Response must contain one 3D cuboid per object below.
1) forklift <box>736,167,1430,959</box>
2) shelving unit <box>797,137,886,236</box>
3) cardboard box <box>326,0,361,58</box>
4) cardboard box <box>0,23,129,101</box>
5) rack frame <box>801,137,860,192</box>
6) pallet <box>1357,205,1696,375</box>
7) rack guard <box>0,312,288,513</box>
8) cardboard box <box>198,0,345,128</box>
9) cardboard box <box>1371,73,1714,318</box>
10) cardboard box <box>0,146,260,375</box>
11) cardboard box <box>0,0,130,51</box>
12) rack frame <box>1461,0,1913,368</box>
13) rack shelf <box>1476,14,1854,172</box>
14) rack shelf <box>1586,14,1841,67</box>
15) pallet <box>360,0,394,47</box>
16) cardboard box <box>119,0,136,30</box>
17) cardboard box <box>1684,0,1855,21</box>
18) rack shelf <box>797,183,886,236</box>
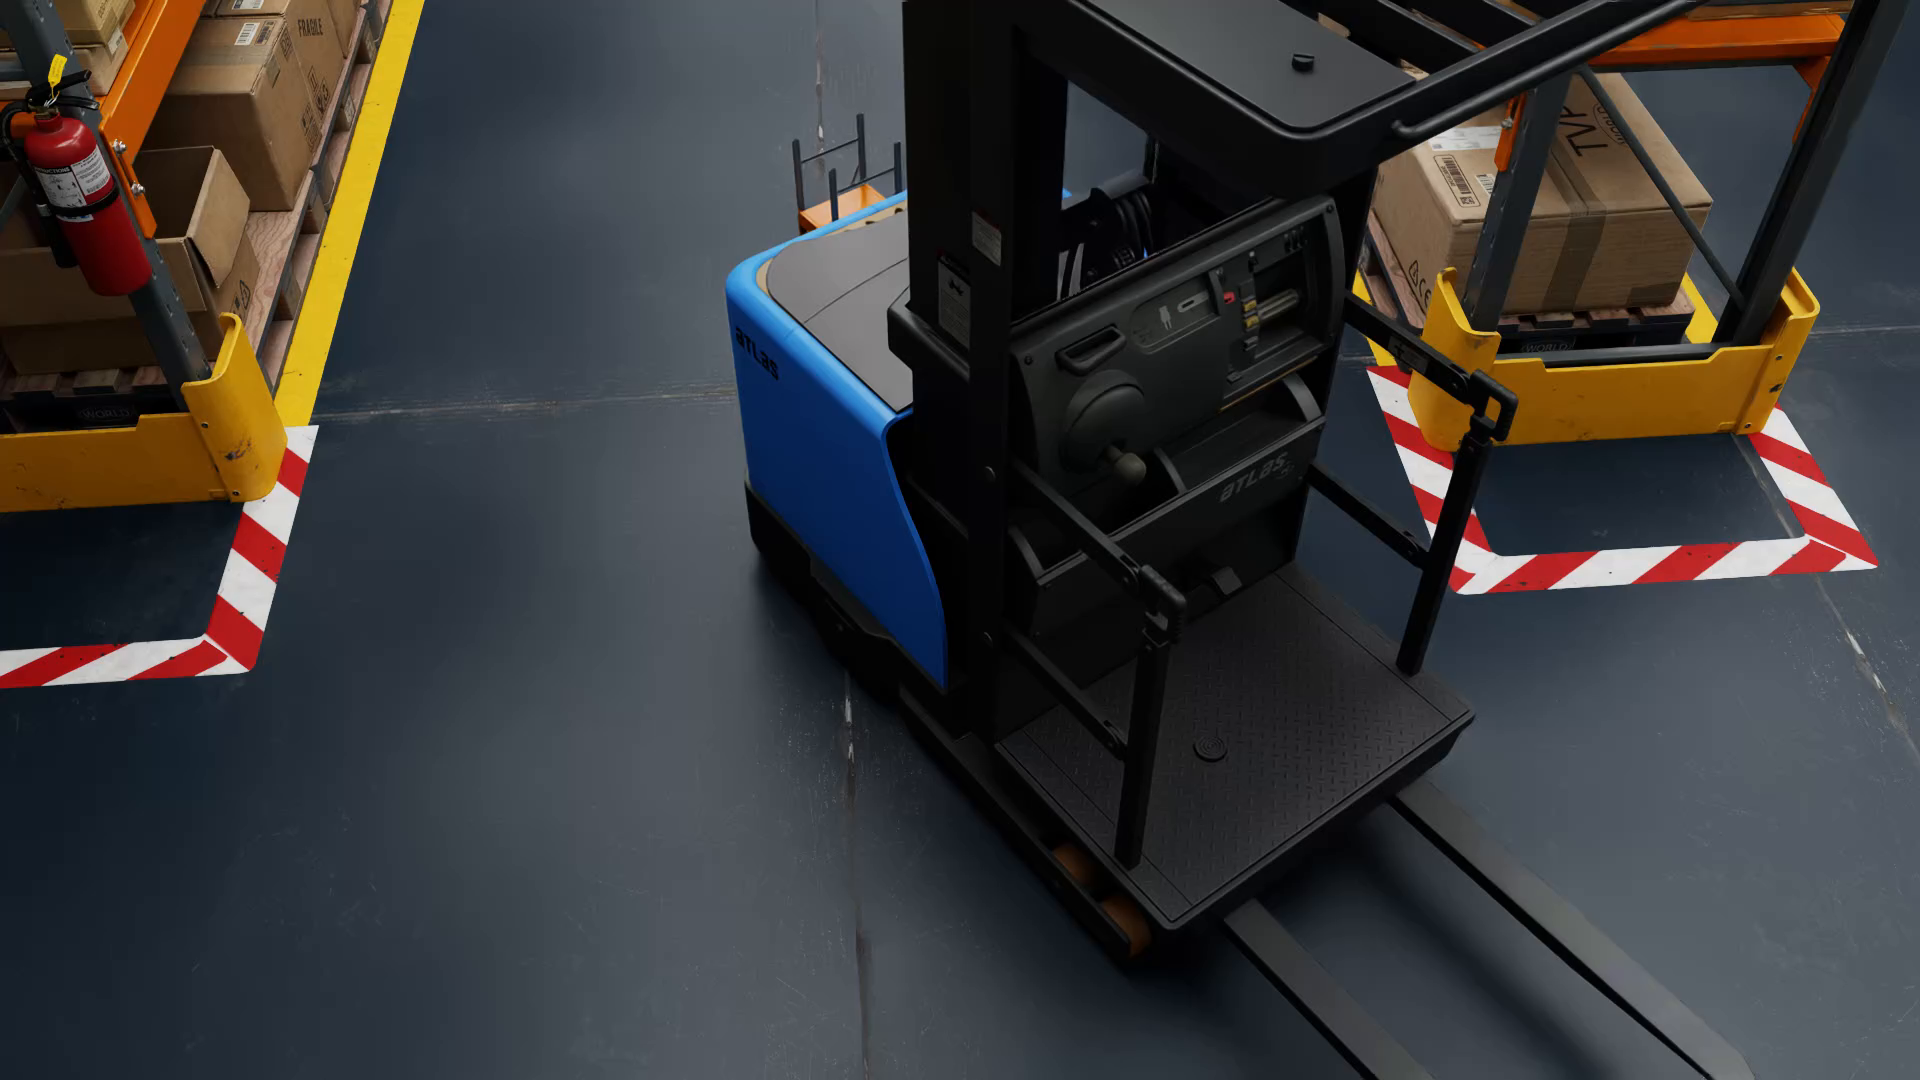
[{"bbox_3d":[14.714,-5.967,4.703,29.450,9.000,12.035,-29,53,-24],"label":"forklift"},{"bbox_3d":[-0.319,-0.706,5.092,0.258,1.046,0.183,-29,53,-24],"label":"shelving unit"},{"bbox_3d":[-2.894,-2.299,6.794,0.700,0.500,0.500,-5,47,-5],"label":"cardboard box"},{"bbox_3d":[-2.572,-1.362,4.647,0.380,0.149,0.250,-4,47,-4],"label":"cardboard box"},{"bbox_3d":[-0.374,-0.758,5.142,0.228,1.046,0.002,-29,53,-24],"label":"rack frame"},{"bbox_3d":[1.984,-1.113,6.159,1.003,0.211,1.213,-3,47,-3],"label":"pallet"},{"bbox_3d":[-2.824,-0.389,5.274,1.175,0.500,0.348,-3,47,-3],"label":"rack guard"},{"bbox_3d":[-2.752,-1.936,6.450,0.500,0.500,0.500,-3,47,-3],"label":"cardboard box"},{"bbox_3d":[1.974,-1.233,5.827,0.875,0.438,0.875,-5,47,-5],"label":"cardboard box"},{"bbox_3d":[-2.774,-0.928,5.493,0.797,0.503,0.637,-5,47,-5],"label":"cardboard box"},{"bbox_3d":[-2.587,-1.589,4.588,0.500,0.250,0.500,-3,47,-3],"label":"cardboard box"},{"bbox_3d":[2.128,-1.498,4.603,1.000,3.000,0.127,-3,47,-3],"label":"rack frame"},{"bbox_3d":[1.961,-2.698,6.235,1.077,0.370,4.000,-3,47,-3],"label":"rack shelf"},{"bbox_3d":[4.423,-4.580,4.622,5.869,4.714,3.910,-3,47,-3],"label":"rack shelf"},{"bbox_3d":[-3.096,-2.632,7.598,1.003,0.211,1.213,-3,47,-3],"label":"pallet"},{"bbox_3d":[-2.639,-1.543,4.819,0.380,0.149,0.250,-2,47,-2],"label":"cardboard box"},{"bbox_3d":[2.374,-1.897,4.912,0.500,0.500,0.500,-4,47,-4],"label":"cardboard box"},{"bbox_3d":[-0.318,-0.922,4.863,0.258,0.103,0.180,-29,53,-24],"label":"rack shelf"}]
